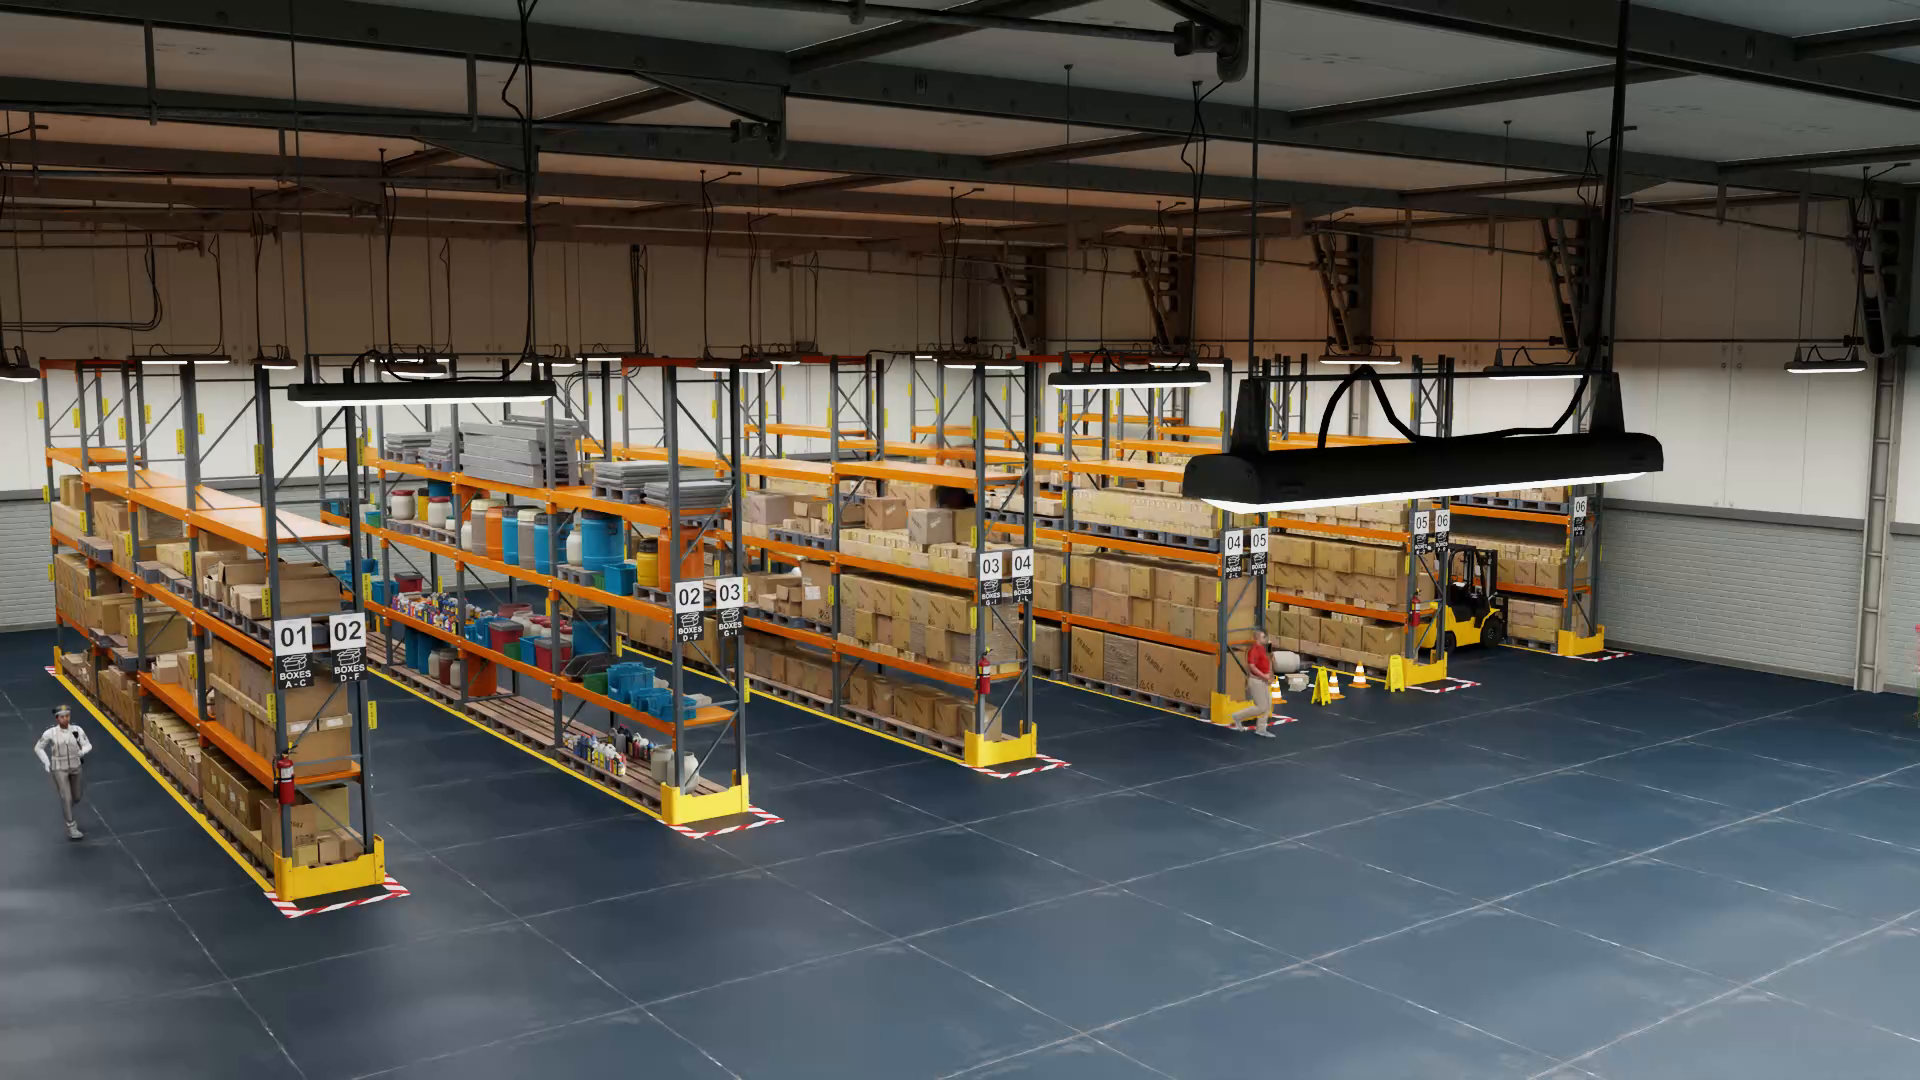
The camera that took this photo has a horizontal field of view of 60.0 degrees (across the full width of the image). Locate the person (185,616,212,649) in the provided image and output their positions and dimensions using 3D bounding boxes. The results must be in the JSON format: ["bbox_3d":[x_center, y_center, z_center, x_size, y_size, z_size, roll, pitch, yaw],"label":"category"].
[{"bbox_3d":[-14.804,1.567,32.251,0.647,1.810,0.873,-7,10,-44],"label":"person"}]

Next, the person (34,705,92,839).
[{"bbox_3d":[-11.480,2.934,21.358,0.624,1.669,0.856,-7,9,-44],"label":"person"}]

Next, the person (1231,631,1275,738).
[{"bbox_3d":[4.707,2.311,26.630,0.711,1.729,0.680,1,7,12],"label":"person"}]

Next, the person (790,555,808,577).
[{"bbox_3d":[-3.389,1.168,35.855,0.691,1.757,0.666,-4,8,-27],"label":"person"}]
